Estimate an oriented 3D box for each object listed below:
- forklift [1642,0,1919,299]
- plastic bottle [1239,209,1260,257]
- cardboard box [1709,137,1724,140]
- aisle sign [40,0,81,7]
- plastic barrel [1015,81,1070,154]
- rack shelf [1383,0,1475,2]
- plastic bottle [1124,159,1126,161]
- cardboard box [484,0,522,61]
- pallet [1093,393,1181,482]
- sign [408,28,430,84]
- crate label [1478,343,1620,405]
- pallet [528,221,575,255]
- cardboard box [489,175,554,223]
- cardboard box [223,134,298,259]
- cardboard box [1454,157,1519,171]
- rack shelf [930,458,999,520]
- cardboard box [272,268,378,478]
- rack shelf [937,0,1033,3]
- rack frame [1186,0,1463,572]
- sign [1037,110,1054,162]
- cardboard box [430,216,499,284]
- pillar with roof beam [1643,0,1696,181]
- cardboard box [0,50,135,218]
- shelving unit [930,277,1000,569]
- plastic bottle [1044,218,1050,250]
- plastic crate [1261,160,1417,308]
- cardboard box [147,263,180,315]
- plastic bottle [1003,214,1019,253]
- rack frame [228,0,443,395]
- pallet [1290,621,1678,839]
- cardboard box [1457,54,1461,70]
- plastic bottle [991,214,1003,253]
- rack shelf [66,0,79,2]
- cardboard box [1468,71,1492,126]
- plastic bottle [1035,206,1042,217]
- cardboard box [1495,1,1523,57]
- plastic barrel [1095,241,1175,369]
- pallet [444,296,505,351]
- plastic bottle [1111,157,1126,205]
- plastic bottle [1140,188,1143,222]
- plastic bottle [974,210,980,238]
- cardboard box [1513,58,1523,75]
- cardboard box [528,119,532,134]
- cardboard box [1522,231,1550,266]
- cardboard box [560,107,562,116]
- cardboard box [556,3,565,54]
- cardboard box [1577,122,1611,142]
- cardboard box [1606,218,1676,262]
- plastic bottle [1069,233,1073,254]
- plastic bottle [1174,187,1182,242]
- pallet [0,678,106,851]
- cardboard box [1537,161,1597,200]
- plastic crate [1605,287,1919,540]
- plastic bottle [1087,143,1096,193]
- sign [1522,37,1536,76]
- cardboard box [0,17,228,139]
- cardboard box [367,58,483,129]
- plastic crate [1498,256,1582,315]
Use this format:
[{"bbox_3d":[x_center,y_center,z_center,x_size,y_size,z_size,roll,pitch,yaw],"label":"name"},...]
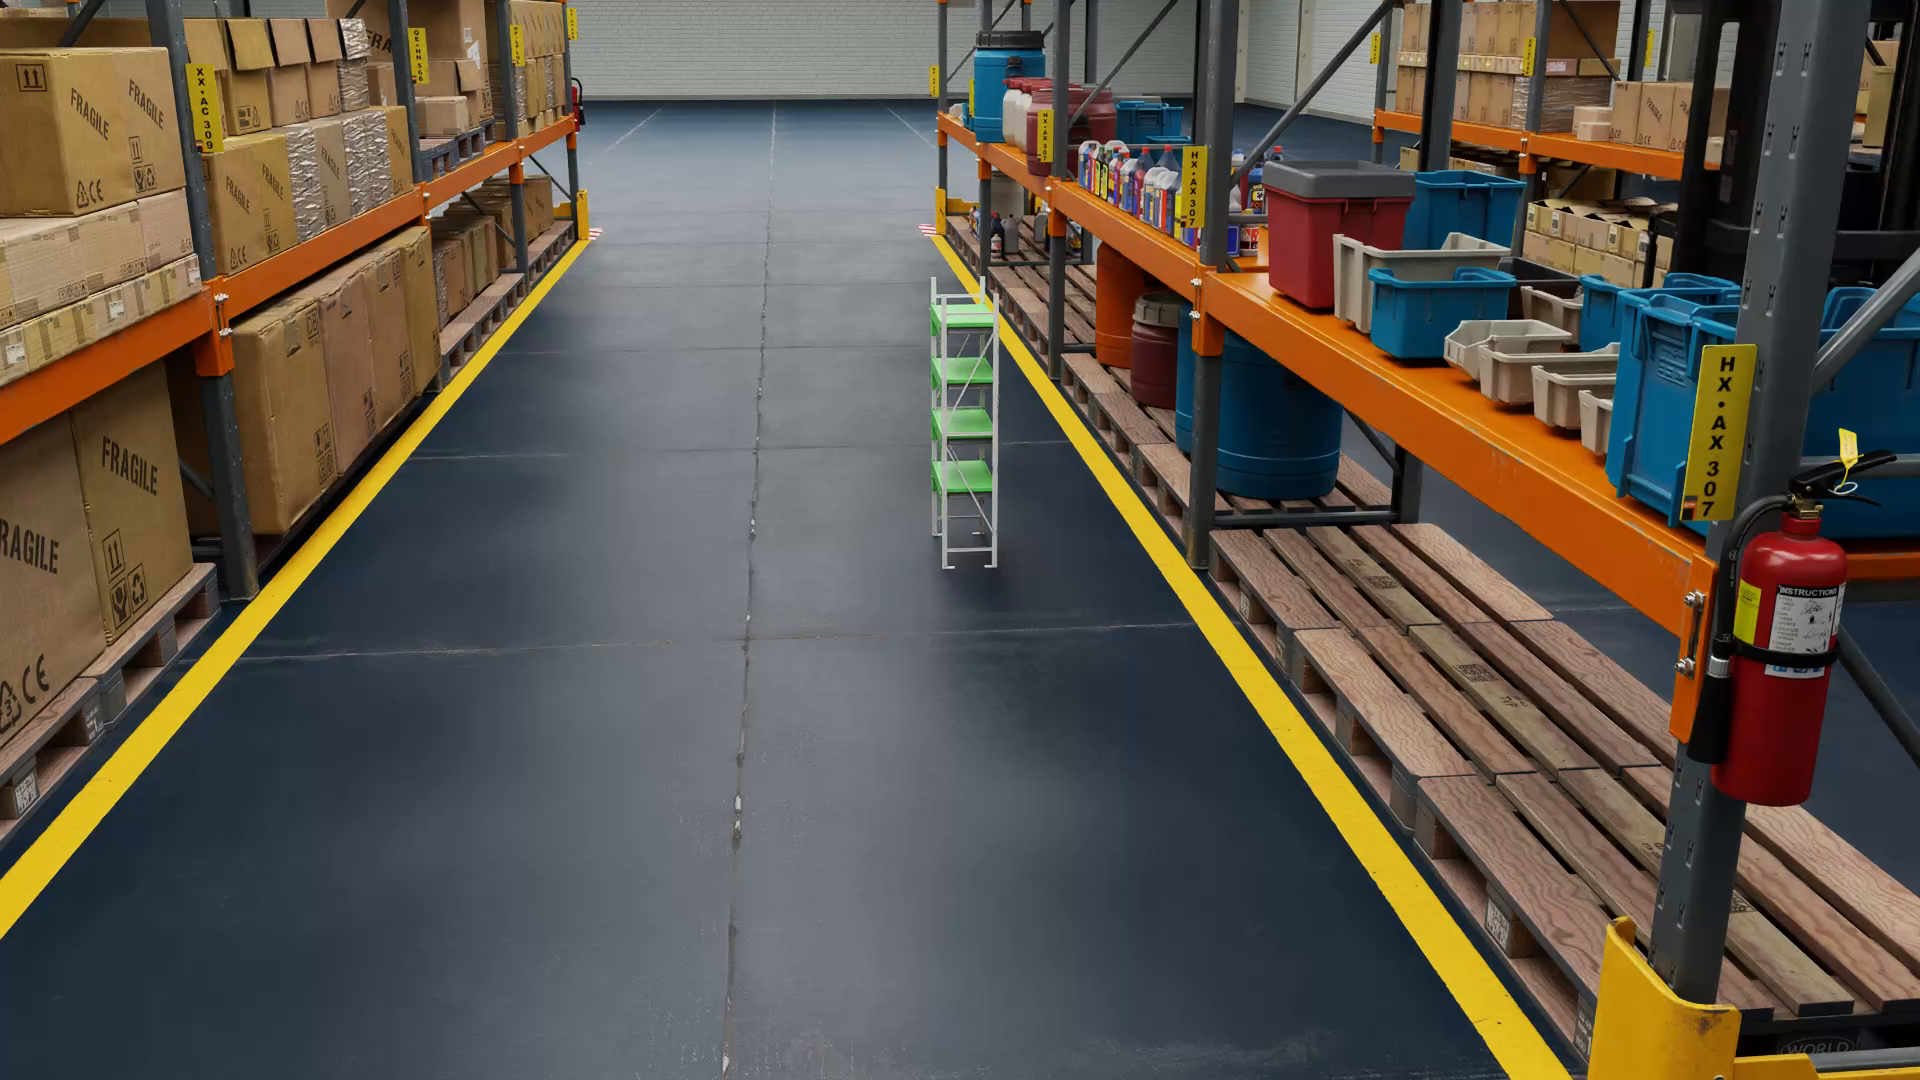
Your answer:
[{"bbox_3d":[3.990,-1.665,8.086,1.130,2.935,3.031,2,18,6],"label":"forklift"},{"bbox_3d":[1.264,-1.349,7.298,0.097,0.201,0.097,0,17,0],"label":"plastic bottle"},{"bbox_3d":[5.831,-2.929,12.418,0.380,0.149,0.250,0,17,-2],"label":"cardboard box"},{"bbox_3d":[-9.313,-5.897,17.112,0.394,0.787,0.004,-2,18,-6],"label":"aisle sign"},{"bbox_3d":[0.635,-3.265,12.842,0.433,0.535,0.433,0,17,0],"label":"plastic barrel"},{"bbox_3d":[5.400,-5.546,16.528,1.077,0.370,4.000,-2,18,-6],"label":"rack shelf"},{"bbox_3d":[0.984,-2.157,9.870,0.097,0.201,0.097,0,17,0],"label":"plastic bottle"},{"bbox_3d":[-4.042,-4.366,14.243,0.500,0.500,0.500,-2,18,-6],"label":"cardboard box"},{"bbox_3d":[1.337,-0.592,9.211,1.003,0.211,1.213,-2,18,-6],"label":"pallet"},{"bbox_3d":[-3.284,-2.936,10.089,0.100,0.325,0.005,-2,18,-6],"label":"sign"},{"bbox_3d":[1.583,-0.444,4.425,0.396,0.136,0.243,-2,18,-6],"label":"crate label"},{"bbox_3d":[-4.604,-3.153,17.368,1.003,0.211,1.213,-2,18,-6],"label":"pallet"},{"bbox_3d":[-4.613,-3.570,17.514,0.500,0.500,0.500,1,17,5],"label":"cardboard box"},{"bbox_3d":[-3.274,-1.516,7.332,0.500,0.500,0.500,-2,18,-6],"label":"cardboard box"},{"bbox_3d":[5.245,-3.538,16.577,0.500,0.500,0.500,-2,18,-6],"label":"cardboard box"},{"bbox_3d":[0.017,-0.233,7.431,0.258,0.148,0.480,-2,18,-6],"label":"rack shelf"},{"bbox_3d":[-3.602,-0.817,8.117,1.225,0.875,0.875,-2,18,-8],"label":"cardboard box"},{"bbox_3d":[0.472,-5.394,16.045,1.077,0.370,4.000,-2,18,-6],"label":"rack shelf"},{"bbox_3d":[1.504,-1.327,6.896,1.000,3.000,0.127,-2,18,-6],"label":"rack frame"},{"bbox_3d":[0.545,-2.578,10.607,0.100,0.325,0.005,-2,18,-6],"label":"sign"},{"bbox_3d":[-4.206,-2.391,13.724,0.700,0.500,0.500,-3,18,-10],"label":"cardboard box"},{"bbox_3d":[6.152,-9.543,23.052,9.100,9.000,0.400,-2,18,-6],"label":"pillar with roof beam"},{"bbox_3d":[-3.062,-1.324,5.388,0.500,0.500,0.500,-2,18,-5],"label":"cardboard box"},{"bbox_3d":[0.017,-0.523,7.340,0.258,1.200,0.503,-2,18,-6],"label":"shelving unit"},{"bbox_3d":[0.865,-2.905,15.612,0.144,0.351,0.185,-2,18,-6],"label":"plastic bottle"},{"bbox_3d":[1.346,-1.112,6.006,0.402,0.464,0.583,-2,18,-6],"label":"plastic crate"},{"bbox_3d":[-3.039,-0.897,5.944,0.380,0.149,0.250,-1,17,-5],"label":"cardboard box"},{"bbox_3d":[0.469,-2.844,15.416,0.144,0.351,0.185,-2,18,-6],"label":"plastic bottle"},{"bbox_3d":[-3.835,-2.366,10.205,1.000,3.000,0.127,-2,18,-6],"label":"rack frame"},{"bbox_3d":[1.747,0.586,5.459,1.003,0.211,1.213,-2,18,-6],"label":"pallet"},{"bbox_3d":[5.177,-4.830,16.803,0.380,0.149,0.250,-2,18,-5],"label":"cardboard box"},{"bbox_3d":[0.325,-2.840,15.402,0.144,0.351,0.185,-2,18,-7],"label":"plastic bottle"},{"bbox_3d":[-9.398,-5.118,15.165,1.077,0.370,4.000,-2,18,-6],"label":"rack shelf"},{"bbox_3d":[5.445,-4.349,16.354,0.700,0.500,0.500,-2,17,-5],"label":"cardboard box"},{"bbox_3d":[0.784,-3.203,16.672,0.061,0.283,0.133,-2,18,-6],"label":"plastic bottle"},{"bbox_3d":[5.500,-4.812,15.663,0.700,0.500,0.500,-2,18,-6],"label":"cardboard box"},{"bbox_3d":[1.158,-1.538,10.492,0.600,0.830,0.708,-2,18,-6],"label":"plastic barrel"},{"bbox_3d":[-4.037,-1.631,12.519,1.003,0.211,1.213,-2,18,-6],"label":"pallet"},{"bbox_3d":[0.894,-2.008,9.279,0.097,0.271,0.097,0,17,0],"label":"plastic bottle"},{"bbox_3d":[0.975,-1.742,8.549,0.097,0.201,0.097,0,17,0],"label":"plastic bottle"},{"bbox_3d":[0.189,-3.129,16.455,0.097,0.271,0.097,0,17,0],"label":"plastic bottle"},{"bbox_3d":[5.341,-4.368,15.332,0.380,0.149,0.250,-2,18,-7],"label":"cardboard box"},{"bbox_3d":[-4.072,-3.734,14.981,0.380,0.149,0.250,-2,18,-6],"label":"cardboard box"},{"bbox_3d":[5.401,-2.623,14.914,0.500,0.250,0.500,-2,18,-7],"label":"cardboard box"},{"bbox_3d":[-4.426,-4.551,17.584,0.380,0.149,0.250,-2,18,-6],"label":"cardboard box"},{"bbox_3d":[-4.358,-5.260,17.090,0.500,0.500,0.500,-2,18,-6],"label":"cardboard box"},{"bbox_3d":[5.494,-3.472,14.149,0.380,0.149,0.250,-2,18,-6],"label":"cardboard box"},{"bbox_3d":[5.561,-2.430,13.361,0.500,0.311,0.500,-1,17,-4],"label":"cardboard box"},{"bbox_3d":[1.061,-2.754,15.380,0.097,0.201,0.097,0,17,0],"label":"plastic bottle"},{"bbox_3d":[1.083,-1.567,7.744,0.144,0.351,0.185,-2,18,-6],"label":"plastic bottle"},{"bbox_3d":[-3.293,0.750,4.937,1.003,0.211,1.213,-2,18,-6],"label":"pallet"},{"bbox_3d":[5.810,-3.405,16.153,0.500,0.500,0.500,-2,18,-6],"label":"cardboard box"},{"bbox_3d":[1.696,-0.275,3.385,0.616,0.435,0.499,-2,18,-6],"label":"plastic crate"},{"bbox_3d":[0.803,-2.225,9.951,0.061,0.283,0.133,-2,18,-6],"label":"plastic bottle"},{"bbox_3d":[5.054,-4.296,14.774,0.100,0.325,0.005,-2,18,-6],"label":"sign"},{"bbox_3d":[-3.497,-1.890,6.849,0.797,0.503,0.637,-2,18,-7],"label":"cardboard box"},{"bbox_3d":[-3.977,-3.293,12.286,0.797,0.503,0.637,0,17,0],"label":"cardboard box"},{"bbox_3d":[1.886,-0.899,5.893,0.437,0.125,0.590,-2,18,-6],"label":"plastic crate"}]
